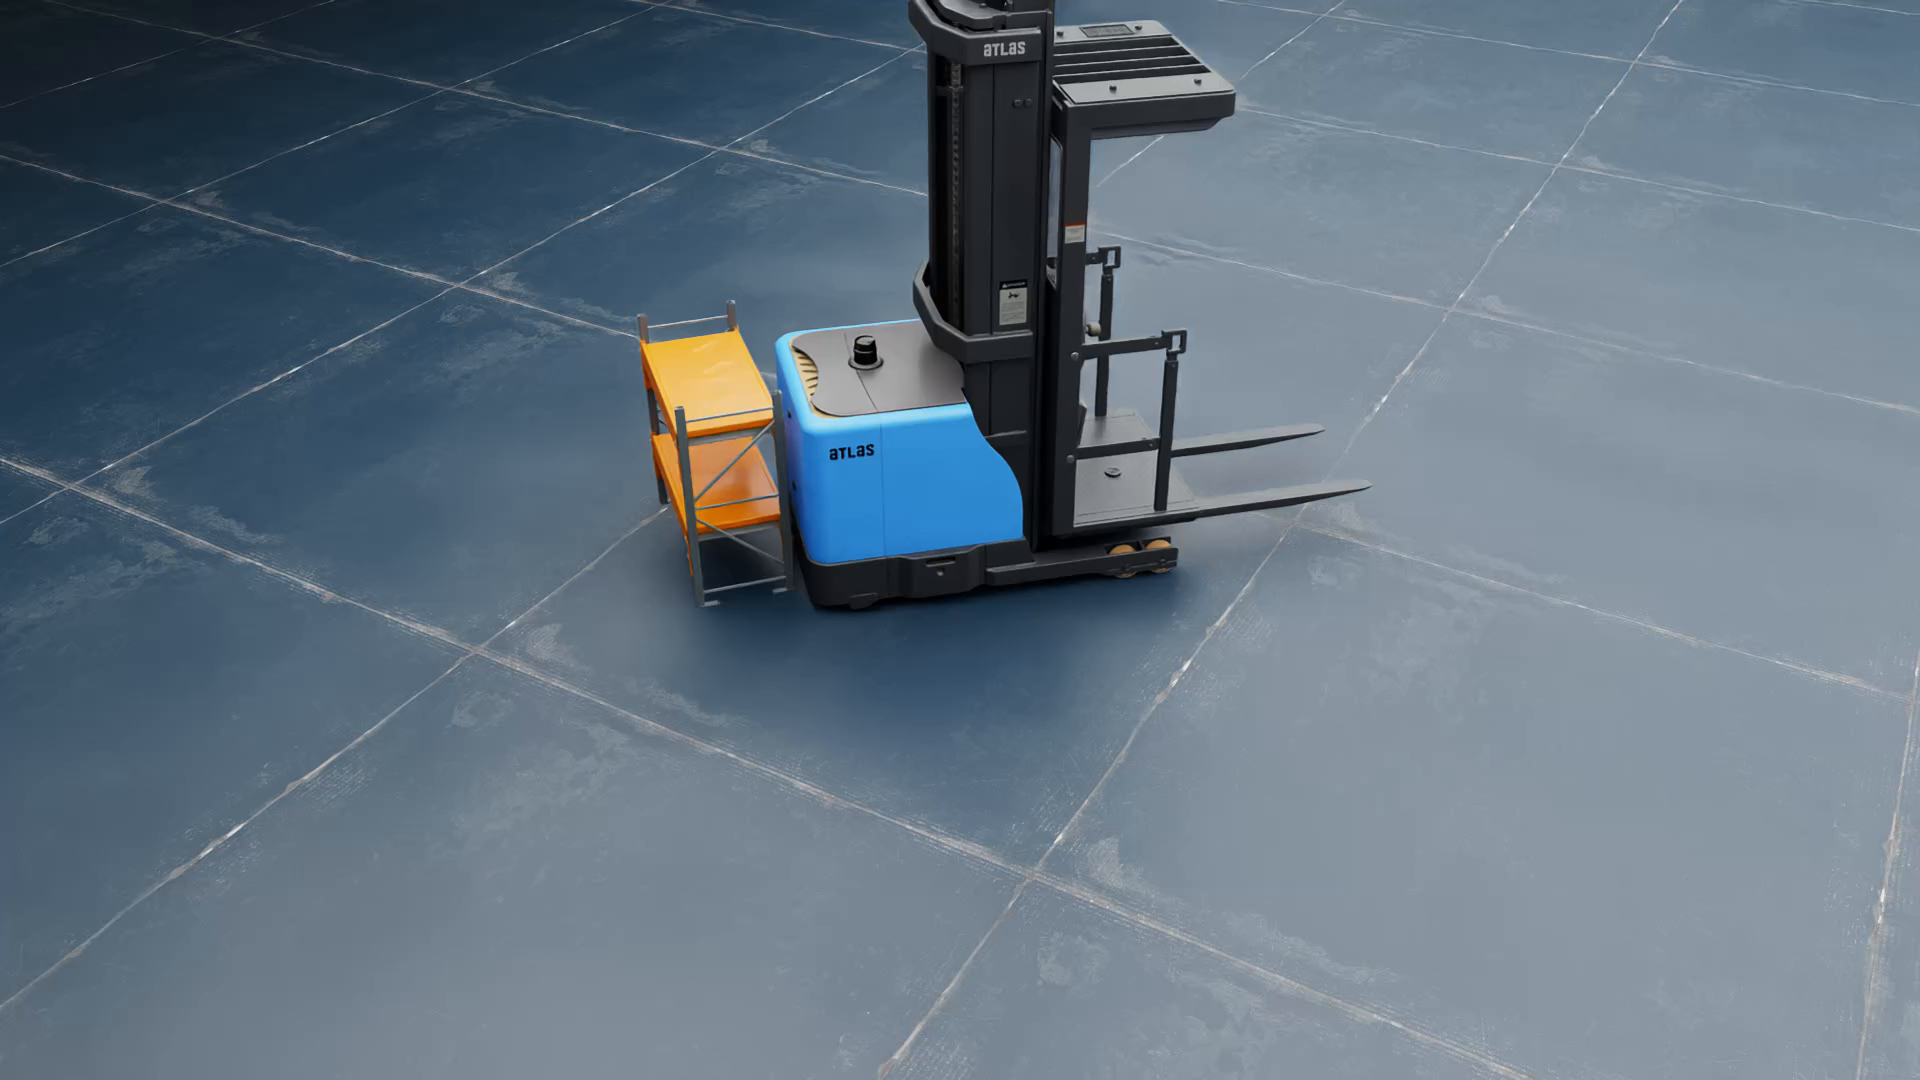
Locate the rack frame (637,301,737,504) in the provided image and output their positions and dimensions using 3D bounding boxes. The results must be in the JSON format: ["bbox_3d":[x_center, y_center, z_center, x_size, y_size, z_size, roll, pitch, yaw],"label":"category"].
[{"bbox_3d":[-1.397,-0.714,8.808,0.500,1.125,0.032,-11,35,-15],"label":"rack frame"}]

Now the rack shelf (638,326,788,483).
[{"bbox_3d":[-1.235,-0.691,8.245,0.538,0.278,1.000,-11,35,-15],"label":"rack shelf"}]

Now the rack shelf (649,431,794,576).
[{"bbox_3d":[-1.235,-0.244,8.542,0.538,0.278,1.000,-11,35,-15],"label":"rack shelf"}]

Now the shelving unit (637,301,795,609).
[{"bbox_3d":[-1.235,-0.447,8.407,0.538,1.125,1.048,-11,35,-15],"label":"shelving unit"}]

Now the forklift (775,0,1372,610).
[{"bbox_3d":[0.629,-1.304,8.064,3.031,2.935,1.130,-8,34,-11],"label":"forklift"}]

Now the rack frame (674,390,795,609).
[{"bbox_3d":[-1.072,-0.180,8.006,0.500,1.125,0.032,-11,35,-15],"label":"rack frame"}]
